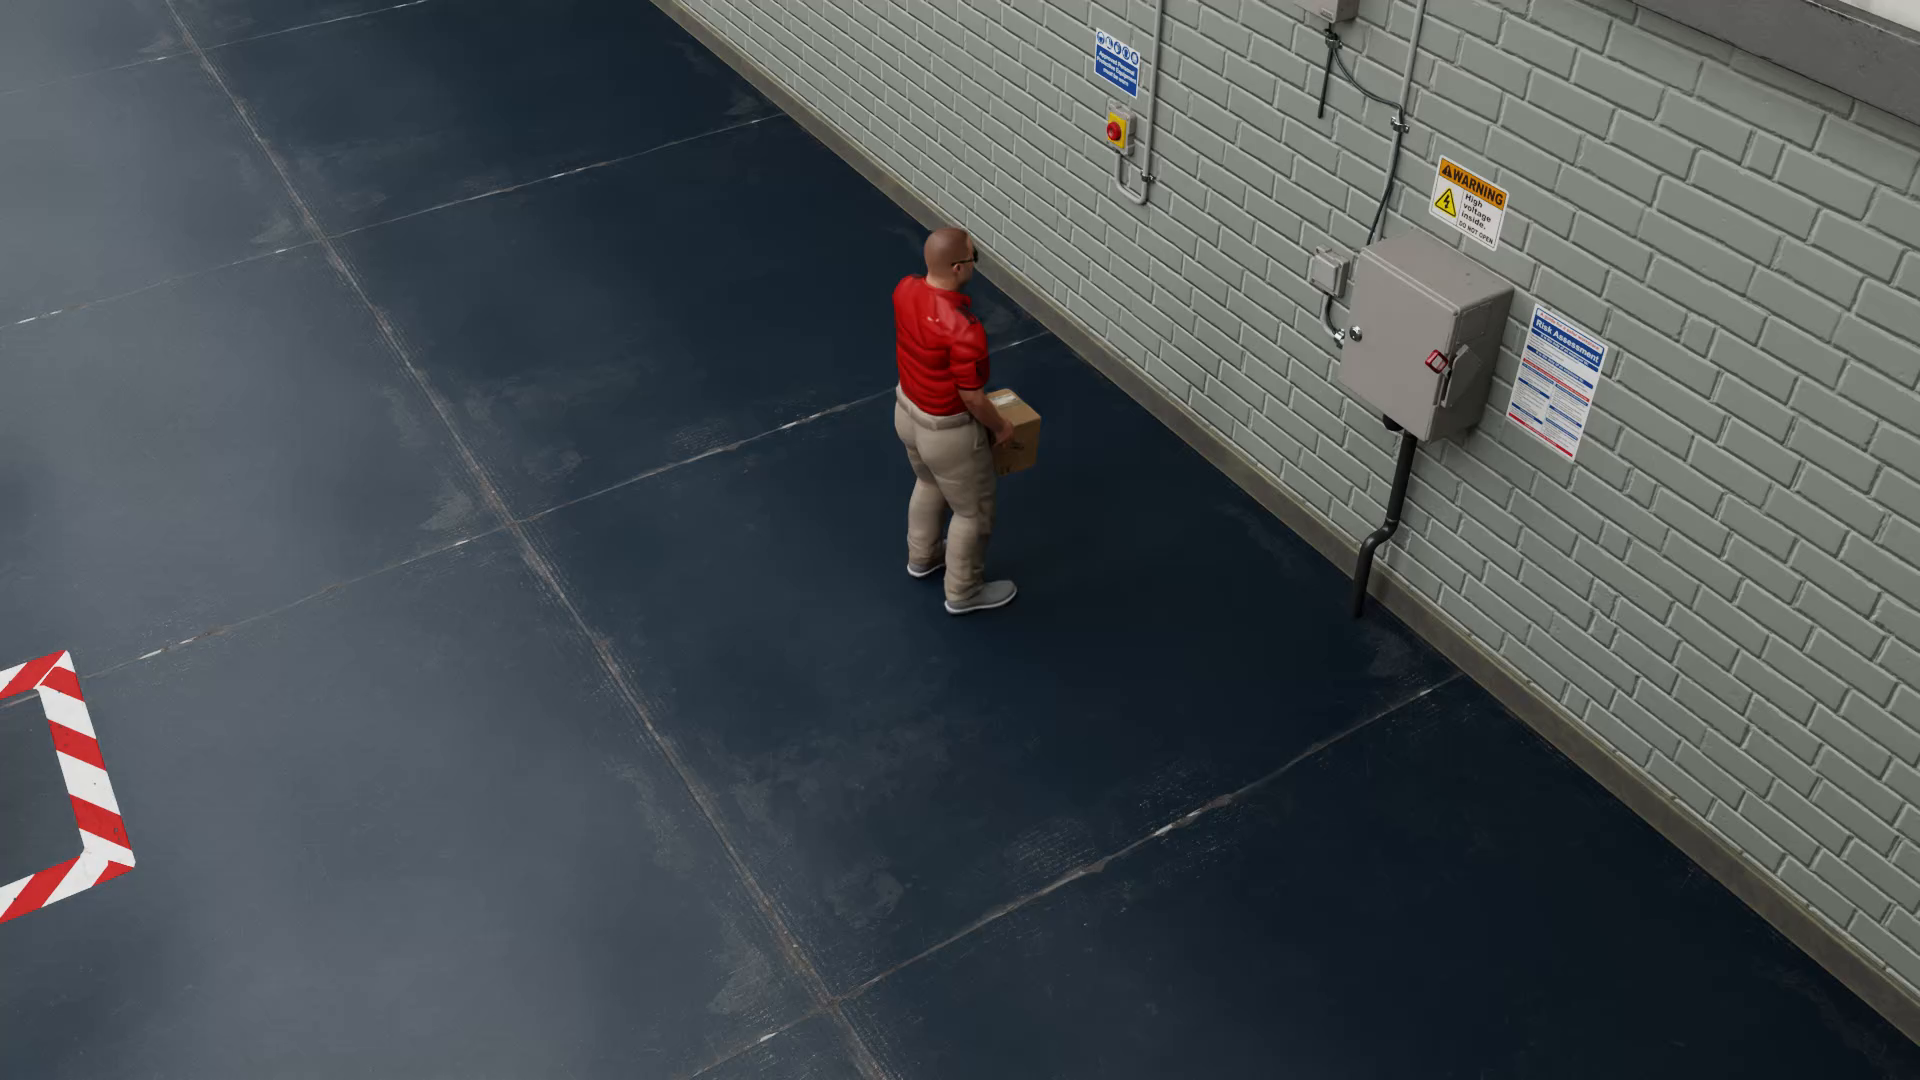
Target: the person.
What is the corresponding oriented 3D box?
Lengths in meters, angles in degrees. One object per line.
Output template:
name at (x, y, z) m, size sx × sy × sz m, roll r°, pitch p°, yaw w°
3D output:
person at (-0.037, -0.449, 6.761) m, size 0.405 × 1.638 × 0.547 m, roll -23°, pitch 46°, yaw -25°
